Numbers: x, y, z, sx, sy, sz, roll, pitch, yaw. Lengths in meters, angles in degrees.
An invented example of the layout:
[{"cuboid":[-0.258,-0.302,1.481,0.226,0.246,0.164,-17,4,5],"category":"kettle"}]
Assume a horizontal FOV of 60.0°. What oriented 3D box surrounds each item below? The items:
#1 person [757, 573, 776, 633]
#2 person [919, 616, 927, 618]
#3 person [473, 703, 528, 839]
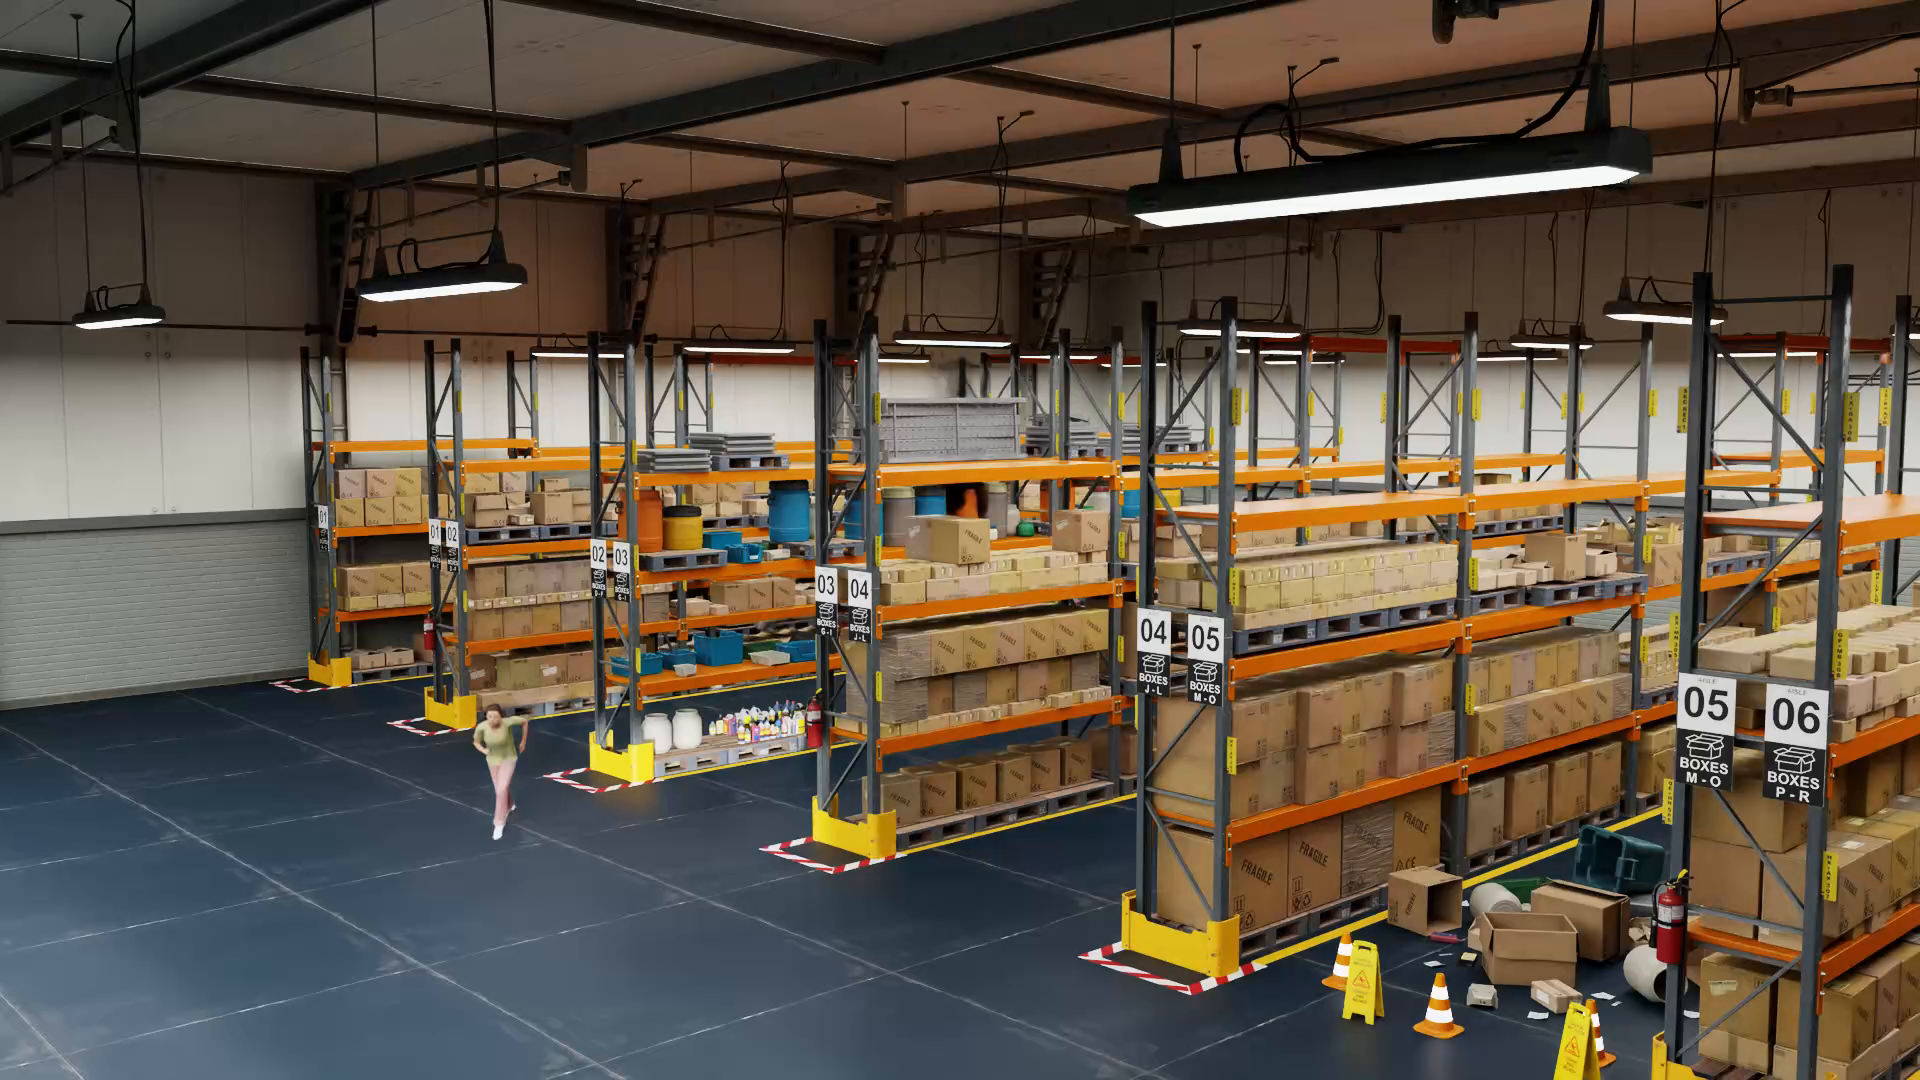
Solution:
[{"cuboid":[-3.915,1.428,33.314,0.599,1.628,0.531,4,7,41],"category":"person"},{"cuboid":[-0.506,1.489,28.728,0.674,1.786,0.720,5,7,42],"category":"person"},{"cuboid":[-5.408,2.670,19.688,0.617,1.624,0.943,0,5,-4],"category":"person"}]
